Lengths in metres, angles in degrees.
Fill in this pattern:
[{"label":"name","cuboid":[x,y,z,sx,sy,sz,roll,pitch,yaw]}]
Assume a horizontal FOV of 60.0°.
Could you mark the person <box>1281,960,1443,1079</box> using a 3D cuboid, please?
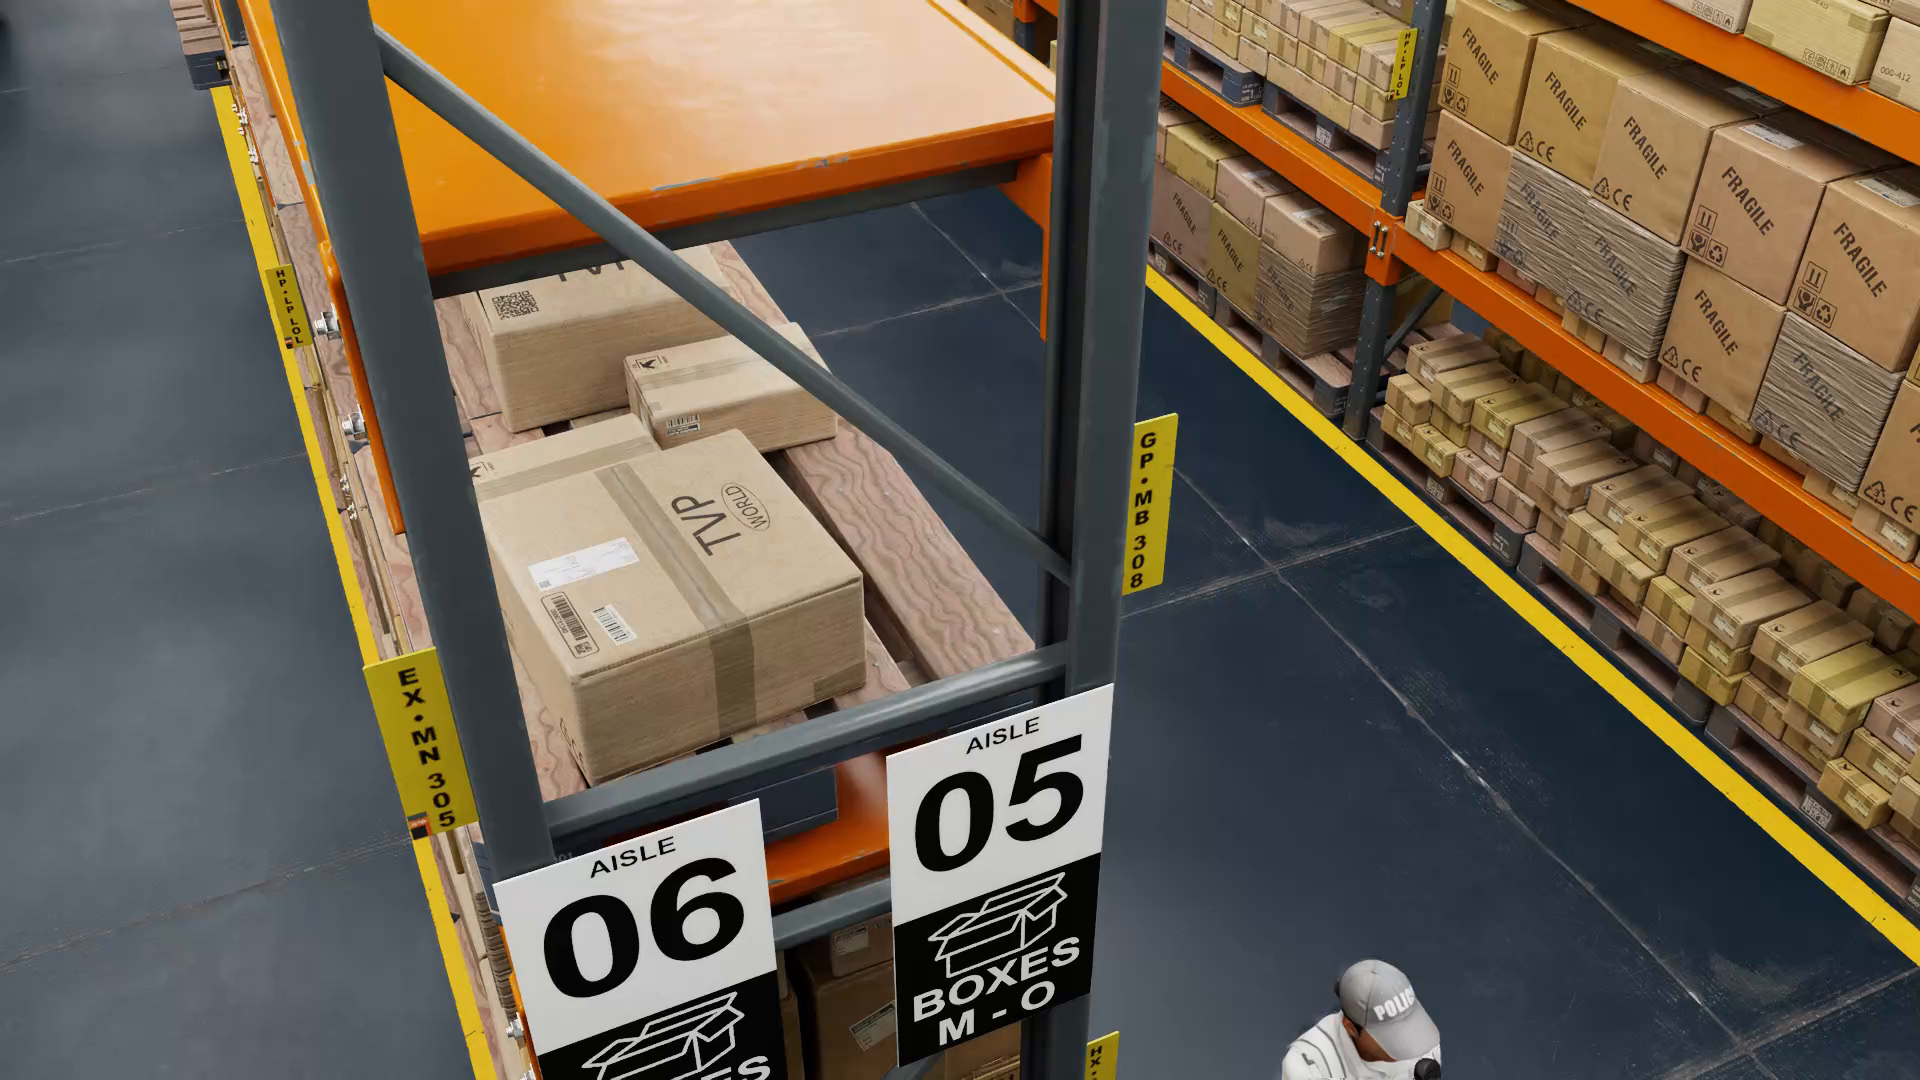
[{"label":"person","cuboid":[1.062,1.707,4.604,0.488,1.646,0.673,-15,40,-19]}]
